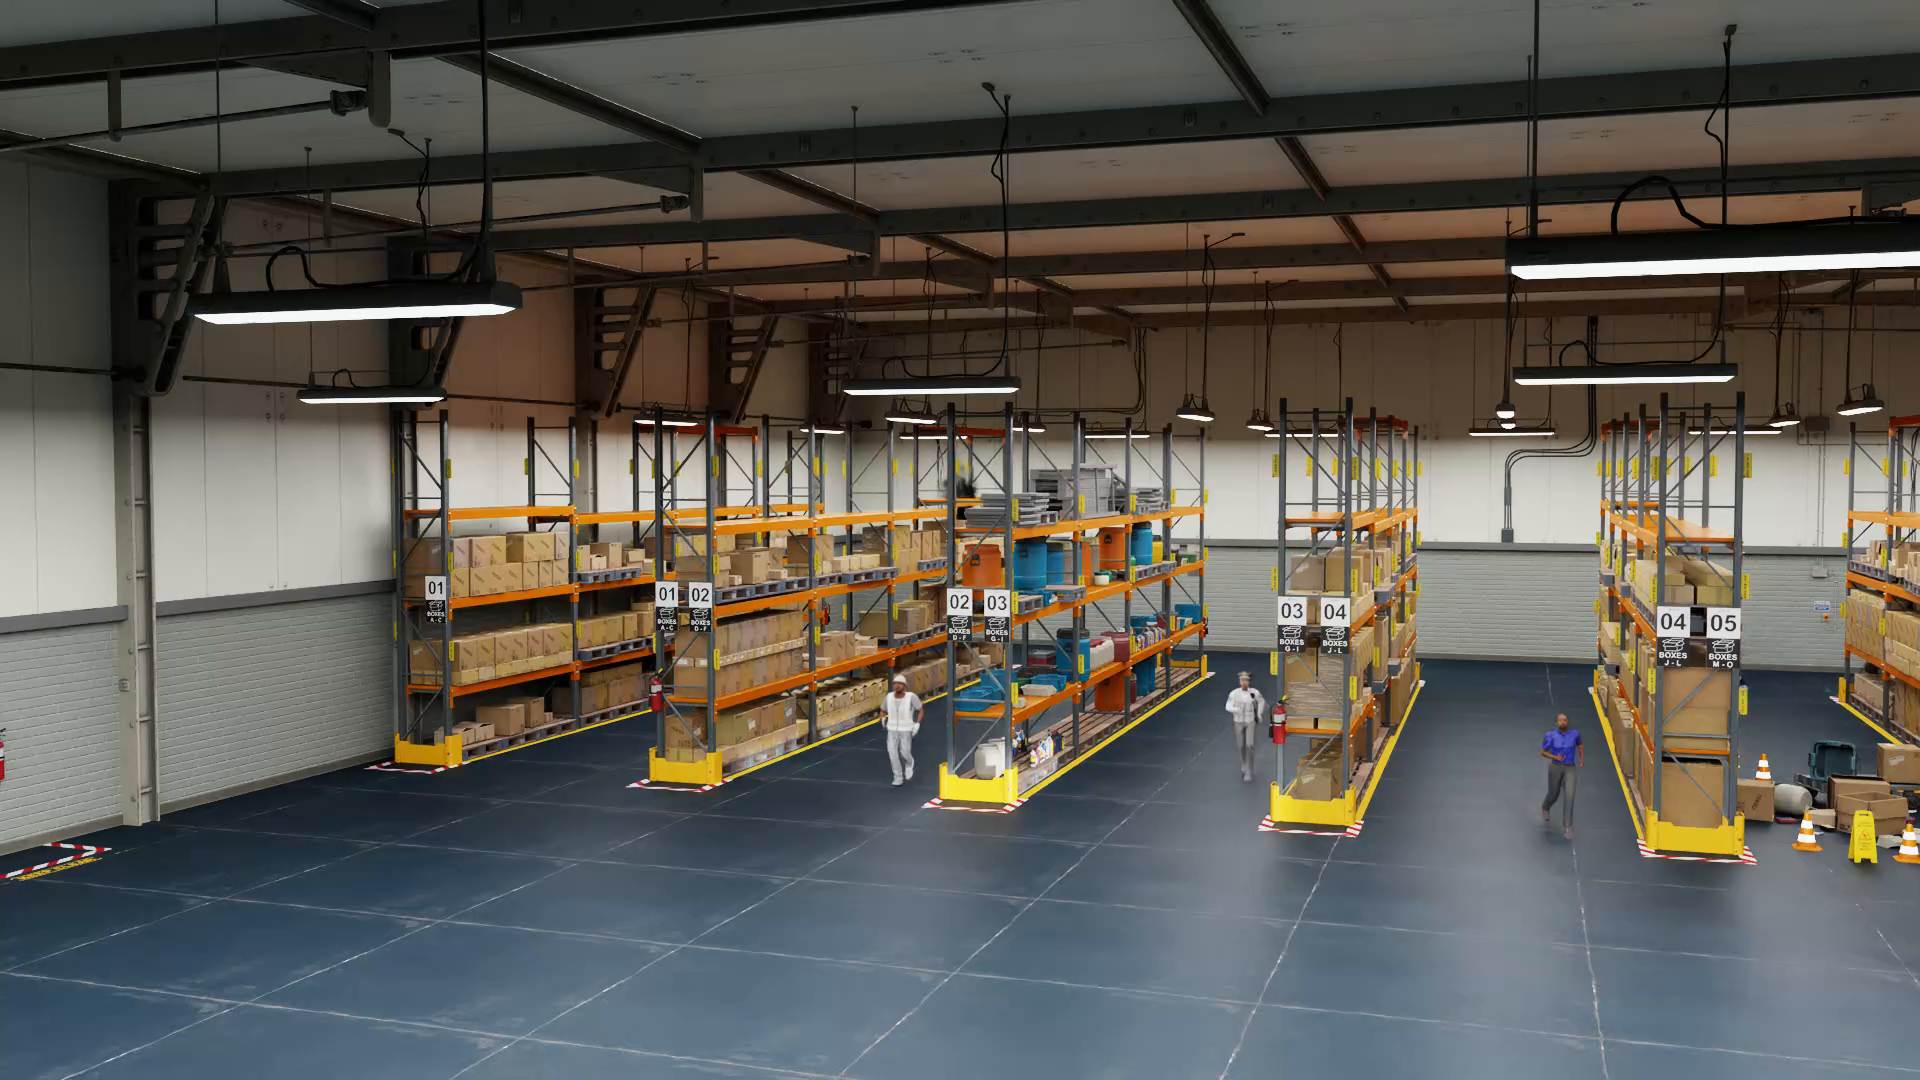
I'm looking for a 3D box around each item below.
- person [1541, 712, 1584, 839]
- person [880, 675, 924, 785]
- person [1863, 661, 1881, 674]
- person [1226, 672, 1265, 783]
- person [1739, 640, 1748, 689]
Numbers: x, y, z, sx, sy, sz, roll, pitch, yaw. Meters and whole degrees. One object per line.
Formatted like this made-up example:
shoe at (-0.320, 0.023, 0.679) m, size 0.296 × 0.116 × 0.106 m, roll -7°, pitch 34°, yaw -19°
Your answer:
person at (8.292, 3.196, 22.904) m, size 0.587 × 1.672 × 0.935 m, roll 0°, pitch 2°, yaw 10°
person at (-0.950, 3.001, 26.206) m, size 0.697 × 1.733 × 0.605 m, roll 1°, pitch 3°, yaw 14°
person at (20.180, 2.583, 36.715) m, size 0.798 × 1.718 × 0.603 m, roll -2°, pitch 3°, yaw -39°
person at (4.611, 2.987, 26.912) m, size 0.590 × 1.738 × 0.833 m, roll 1°, pitch 3°, yaw 17°
person at (17.369, 2.598, 37.519) m, size 0.764 × 1.553 × 0.556 m, roll 1°, pitch 3°, yaw 25°
